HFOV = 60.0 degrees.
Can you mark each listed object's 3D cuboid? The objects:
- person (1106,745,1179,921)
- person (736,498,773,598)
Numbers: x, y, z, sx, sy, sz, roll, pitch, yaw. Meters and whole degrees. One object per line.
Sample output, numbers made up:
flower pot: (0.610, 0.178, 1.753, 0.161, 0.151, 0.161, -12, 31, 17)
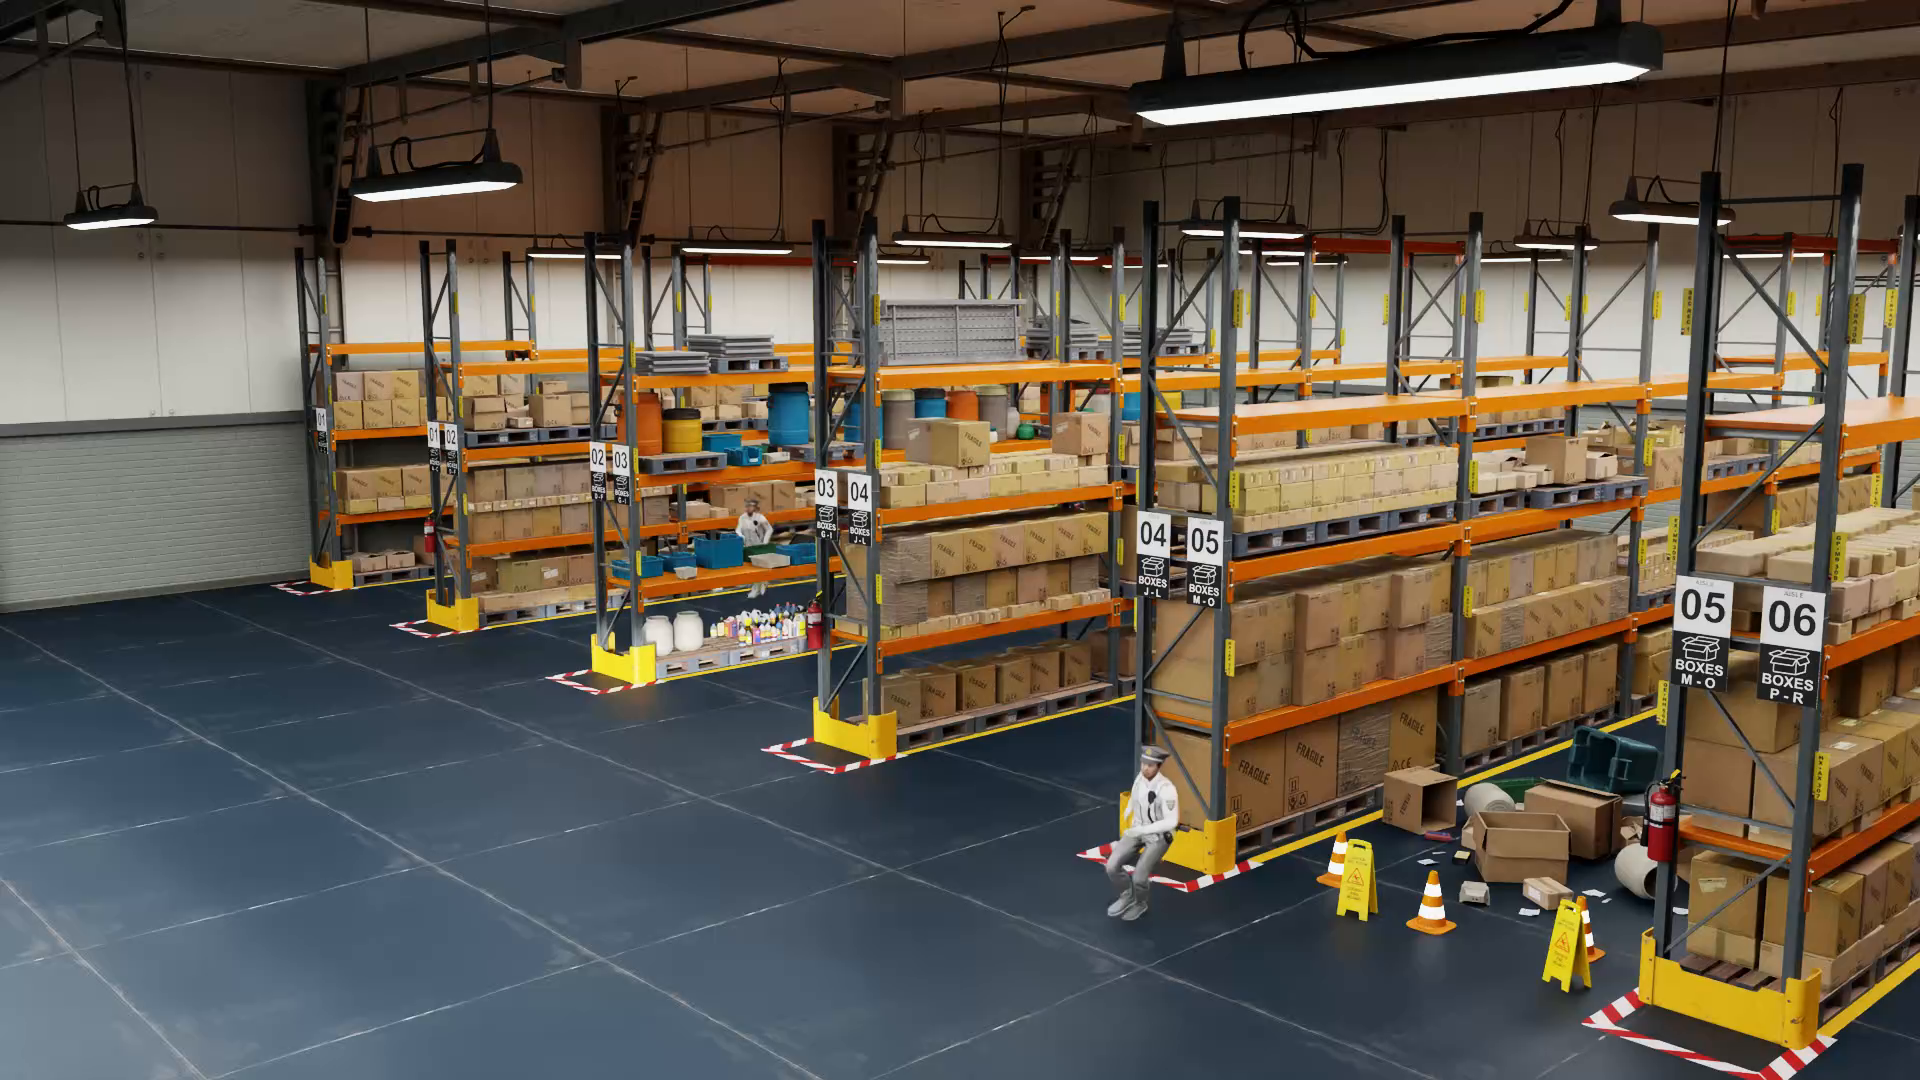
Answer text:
person: (1.490, 2.423, 13.575, 0.766, 1.598, 0.661, 7, 11, 41)
person: (-3.343, 0.114, 27.093, 0.609, 1.660, 0.665, 3, 9, 22)
